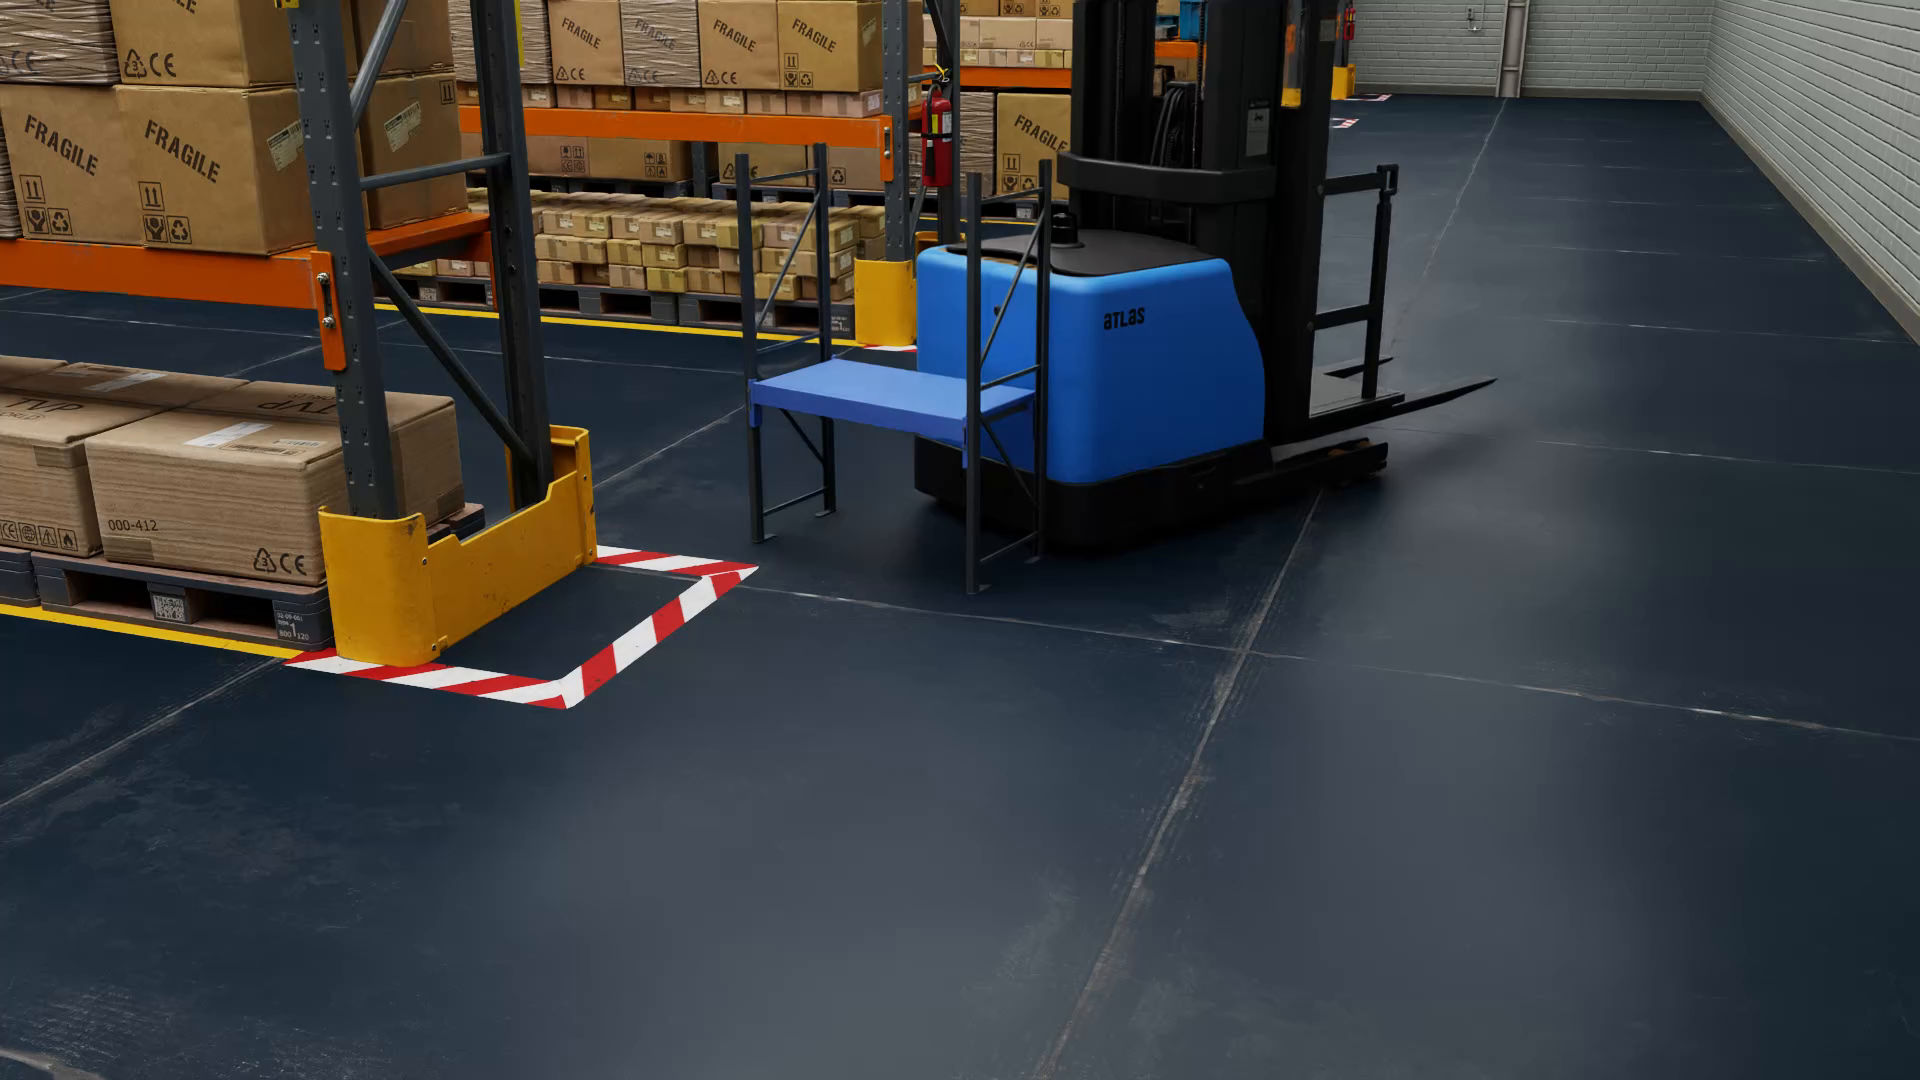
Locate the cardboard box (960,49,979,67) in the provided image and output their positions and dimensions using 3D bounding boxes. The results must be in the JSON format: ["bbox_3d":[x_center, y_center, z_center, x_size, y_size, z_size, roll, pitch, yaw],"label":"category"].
[{"bbox_3d":[0.094,-4.207,14.471,0.250,0.149,0.380,6,20,17],"label":"cardboard box"}]

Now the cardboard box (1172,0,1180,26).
[{"bbox_3d":[3.285,-7.481,23.329,0.500,0.500,0.500,7,20,18],"label":"cardboard box"}]

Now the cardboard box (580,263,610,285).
[{"bbox_3d":[-2.247,-1.762,10.766,0.250,0.149,0.380,7,20,20],"label":"cardboard box"}]

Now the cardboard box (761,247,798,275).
[{"bbox_3d":[-1.041,-1.755,10.294,0.250,0.149,0.380,6,20,17],"label":"cardboard box"}]

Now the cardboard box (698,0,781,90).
[{"bbox_3d":[-1.213,-2.962,9.913,0.500,0.500,0.500,6,20,17],"label":"cardboard box"}]

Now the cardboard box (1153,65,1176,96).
[{"bbox_3d":[2.756,-6.619,24.133,0.637,0.503,0.797,7,20,18],"label":"cardboard box"}]

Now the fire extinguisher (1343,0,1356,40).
[{"bbox_3d":[6.371,-8.528,27.168,0.183,0.674,0.296,7,20,18],"label":"fire extinguisher"}]

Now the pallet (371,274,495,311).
[{"bbox_3d":[-3.352,-1.802,11.426,1.213,0.211,1.003,7,20,18],"label":"pallet"}]

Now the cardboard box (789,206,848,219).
[{"bbox_3d":[-0.903,-2.036,10.650,0.250,0.149,0.380,7,20,19],"label":"cardboard box"}]

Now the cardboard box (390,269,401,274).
[{"bbox_3d":[-3.759,-1.894,11.145,0.250,0.149,0.380,6,20,16],"label":"cardboard box"}]

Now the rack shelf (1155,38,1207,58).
[{"bbox_3d":[1.240,-5.696,19.454,4.000,0.370,1.077,7,20,18],"label":"rack shelf"}]

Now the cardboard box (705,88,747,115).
[{"bbox_3d":[-1.333,-2.659,10.028,0.250,0.149,0.380,7,20,20],"label":"cardboard box"}]

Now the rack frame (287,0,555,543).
[{"bbox_3d":[-1.748,-1.199,5.458,0.127,3.000,1.000,7,20,18],"label":"rack frame"}]

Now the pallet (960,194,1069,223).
[{"bbox_3d":[0.723,-3.025,14.934,1.213,0.211,1.003,7,20,18],"label":"pallet"}]

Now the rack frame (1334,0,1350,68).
[{"bbox_3d":[6.380,-8.900,27.552,0.127,3.000,1.000,7,20,18],"label":"rack frame"}]

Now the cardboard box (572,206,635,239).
[{"bbox_3d":[-2.273,-2.035,10.648,0.250,0.149,0.380,7,20,18],"label":"cardboard box"}]

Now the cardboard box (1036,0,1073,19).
[{"bbox_3d":[0.957,-4.675,14.066,0.500,0.500,0.500,7,20,19],"label":"cardboard box"}]

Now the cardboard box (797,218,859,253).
[{"bbox_3d":[-0.803,-1.860,10.145,0.250,0.149,0.380,7,20,19],"label":"cardboard box"}]

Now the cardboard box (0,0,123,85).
[{"bbox_3d":[-2.785,-1.743,5.350,0.500,0.500,0.500,7,20,18],"label":"cardboard box"}]

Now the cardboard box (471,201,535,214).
[{"bbox_3d":[-2.991,-2.131,10.922,0.250,0.149,0.380,6,20,17],"label":"cardboard box"}]

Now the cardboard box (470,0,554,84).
[{"bbox_3d":[-2.679,-3.120,10.365,0.500,0.500,0.500,6,20,17],"label":"cardboard box"}]

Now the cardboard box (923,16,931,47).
[{"bbox_3d":[-0.494,-4.484,14.660,0.500,0.250,0.500,7,20,18],"label":"cardboard box"}]

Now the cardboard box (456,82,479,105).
[{"bbox_3d":[-3.046,-2.881,10.667,0.250,0.149,0.380,6,20,16],"label":"cardboard box"}]

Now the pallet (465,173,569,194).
[{"bbox_3d":[-4.185,-3.586,16.544,1.213,0.211,1.003,7,20,18],"label":"pallet"}]

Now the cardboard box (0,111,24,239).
[{"bbox_3d":[-3.249,-1.327,5.674,0.500,0.500,0.500,7,20,20],"label":"cardboard box"}]

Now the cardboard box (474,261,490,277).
[{"bbox_3d":[-3.000,-1.842,10.998,0.250,0.149,0.380,6,20,17],"label":"cardboard box"}]

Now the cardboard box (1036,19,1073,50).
[{"bbox_3d":[0.959,-4.319,14.187,0.500,0.250,0.500,6,20,17],"label":"cardboard box"}]

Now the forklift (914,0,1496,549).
[{"bbox_3d":[1.263,-1.732,7.092,3.031,2.935,1.130,-15,24,-37],"label":"forklift"}]

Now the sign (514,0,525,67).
[{"bbox_3d":[-1.561,-1.817,5.796,0.005,0.325,0.100,7,20,18],"label":"sign"}]

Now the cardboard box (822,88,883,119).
[{"bbox_3d":[-0.620,-2.577,9.795,0.250,0.149,0.380,7,20,18],"label":"cardboard box"}]

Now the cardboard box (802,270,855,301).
[{"bbox_3d":[-0.785,-1.593,10.282,0.250,0.149,0.380,7,20,19],"label":"cardboard box"}]

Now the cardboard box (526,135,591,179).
[{"bbox_3d":[-3.730,-4.066,16.274,0.875,0.875,1.225,6,20,16],"label":"cardboard box"}]

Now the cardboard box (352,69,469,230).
[{"bbox_3d":[-2.108,-1.387,5.846,0.500,0.500,0.500,6,20,18],"label":"cardboard box"}]

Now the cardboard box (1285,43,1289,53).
[{"bbox_3d":[5.505,-8.226,27.793,0.250,0.149,0.380,6,20,17],"label":"cardboard box"}]

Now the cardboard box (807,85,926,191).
[{"bbox_3d":[-0.827,-3.714,15.263,0.875,0.875,0.875,7,20,18],"label":"cardboard box"}]

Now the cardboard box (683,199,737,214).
[{"bbox_3d":[-1.619,-2.137,10.940,0.250,0.149,0.380,7,21,20],"label":"cardboard box"}]

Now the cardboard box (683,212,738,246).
[{"bbox_3d":[-1.531,-1.941,10.378,0.250,0.149,0.380,6,20,16],"label":"cardboard box"}]

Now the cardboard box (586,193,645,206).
[{"bbox_3d":[-2.320,-2.238,11.230,0.250,0.149,0.380,6,20,16],"label":"cardboard box"}]

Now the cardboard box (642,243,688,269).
[{"bbox_3d":[-1.797,-1.817,10.473,0.250,0.149,0.380,7,20,19],"label":"cardboard box"}]

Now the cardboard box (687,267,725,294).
[{"bbox_3d":[-1.520,-1.667,10.495,0.250,0.149,0.380,7,20,19],"label":"cardboard box"}]

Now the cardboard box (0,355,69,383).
[{"bbox_3d":[-4.123,-0.421,6.483,0.875,0.438,0.875,6,20,16],"label":"cardboard box"}]

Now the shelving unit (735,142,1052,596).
[{"bbox_3d":[-0.247,-0.669,6.218,1.048,1.500,0.538,13,23,32],"label":"shelving unit"}]

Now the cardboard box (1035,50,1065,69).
[{"bbox_3d":[0.813,-4.125,14.234,0.250,0.149,0.380,7,20,19],"label":"cardboard box"}]

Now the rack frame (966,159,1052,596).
[{"bbox_3d":[0.174,-0.576,5.949,0.032,1.500,0.500,13,23,32],"label":"rack frame"}]

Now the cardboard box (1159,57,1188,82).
[{"bbox_3d":[3.748,-8.182,28.652,0.500,0.500,0.700,6,20,18],"label":"cardboard box"}]

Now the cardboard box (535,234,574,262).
[{"bbox_3d":[-2.526,-1.906,10.729,0.250,0.149,0.380,6,20,18],"label":"cardboard box"}]

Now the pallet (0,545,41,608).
[{"bbox_3d":[-3.678,-0.076,6.475,1.213,0.211,1.003,7,20,18],"label":"pallet"}]

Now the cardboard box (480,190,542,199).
[{"bbox_3d":[-3.085,-2.316,11.454,0.250,0.149,0.380,6,20,18],"label":"cardboard box"}]

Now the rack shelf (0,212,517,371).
[{"bbox_3d":[-3.638,-1.075,6.196,4.000,0.370,1.077,7,20,18],"label":"rack shelf"}]

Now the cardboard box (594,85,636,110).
[{"bbox_3d":[-2.064,-2.767,10.340,0.250,0.149,0.380,7,20,19],"label":"cardboard box"}]

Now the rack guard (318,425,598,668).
[{"bbox_3d":[-1.726,-0.016,5.862,0.348,0.500,1.175,7,20,18],"label":"rack guard"}]

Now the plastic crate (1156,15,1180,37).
[{"bbox_3d":[2.382,-5.969,19.307,0.300,0.233,0.416,7,20,18],"label":"plastic crate"}]
